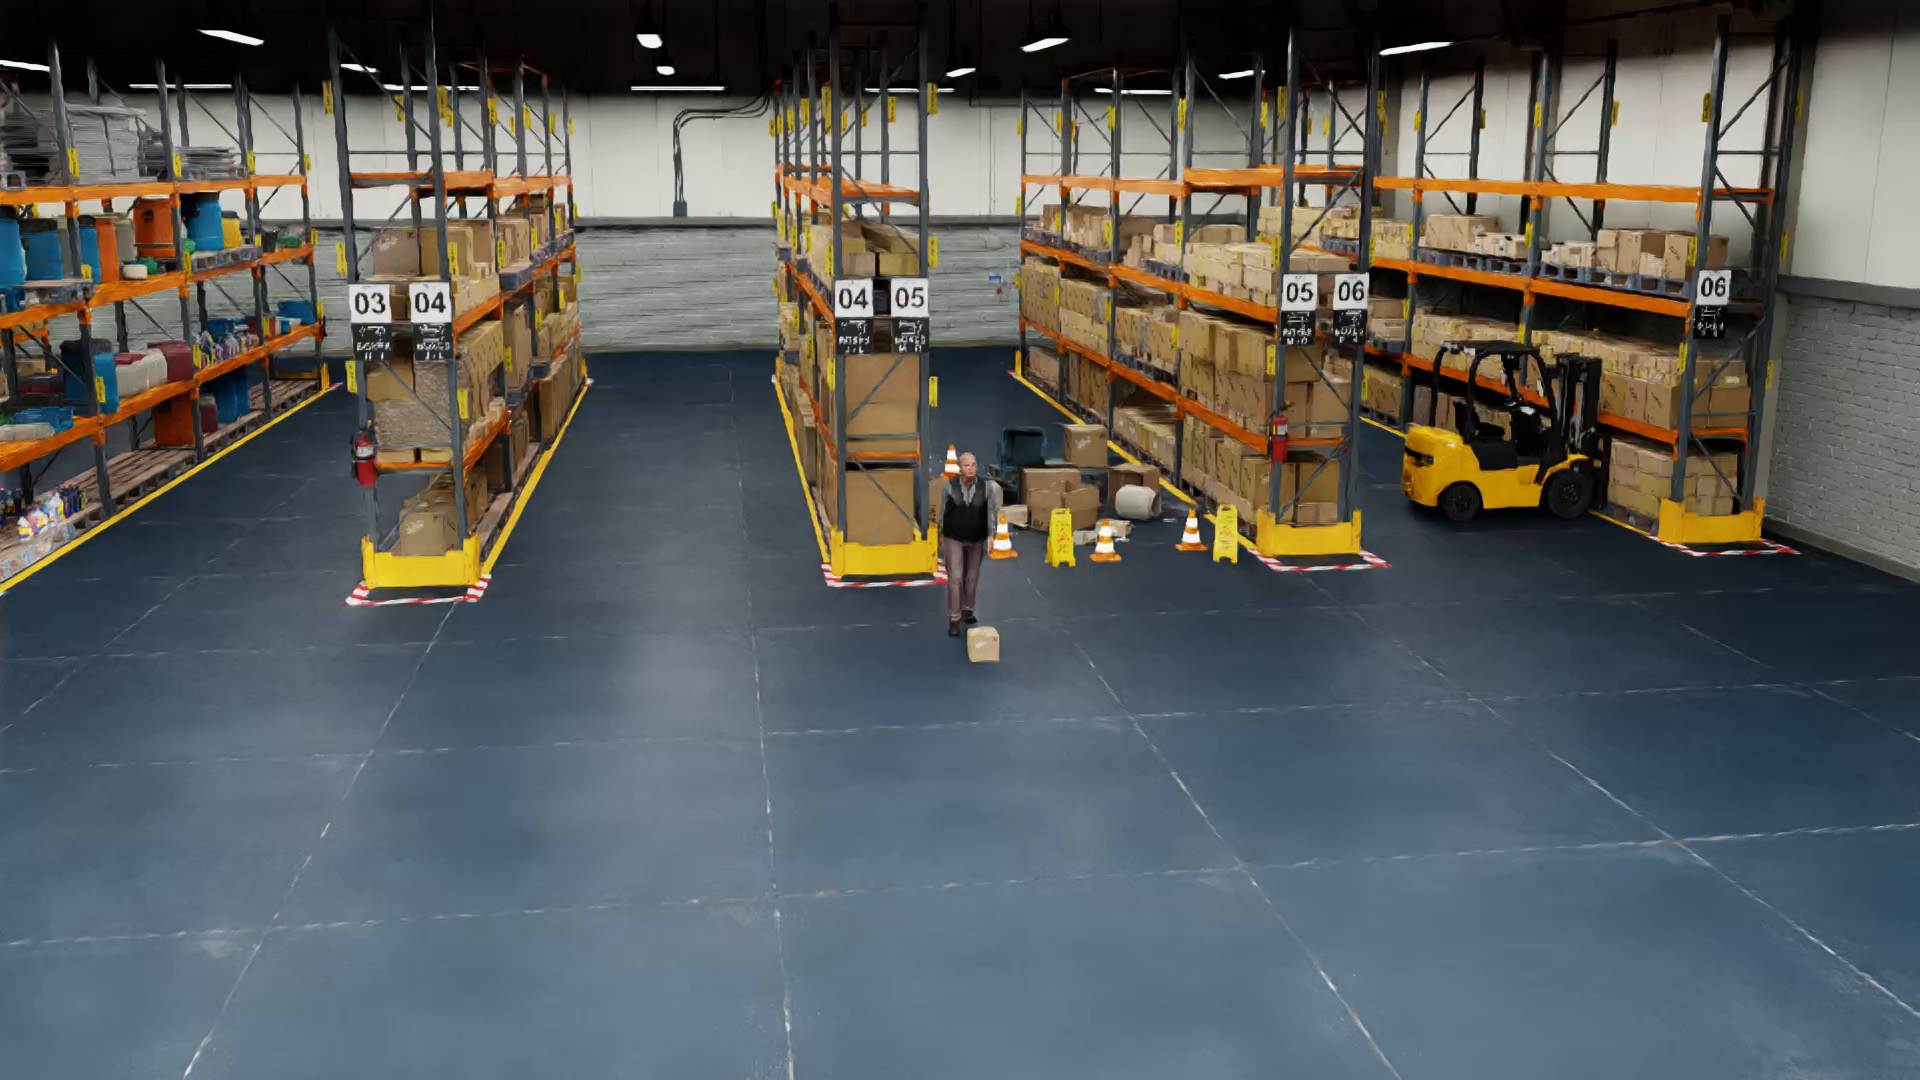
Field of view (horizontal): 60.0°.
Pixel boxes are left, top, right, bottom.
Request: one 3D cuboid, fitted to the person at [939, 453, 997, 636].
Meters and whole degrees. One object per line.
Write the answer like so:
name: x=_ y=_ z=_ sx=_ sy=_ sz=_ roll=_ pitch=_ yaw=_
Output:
person: x=0.095 y=0.003 z=15.979 sx=0.538 sy=1.706 sz=0.723 roll=-3 pitch=13 yaw=-11
